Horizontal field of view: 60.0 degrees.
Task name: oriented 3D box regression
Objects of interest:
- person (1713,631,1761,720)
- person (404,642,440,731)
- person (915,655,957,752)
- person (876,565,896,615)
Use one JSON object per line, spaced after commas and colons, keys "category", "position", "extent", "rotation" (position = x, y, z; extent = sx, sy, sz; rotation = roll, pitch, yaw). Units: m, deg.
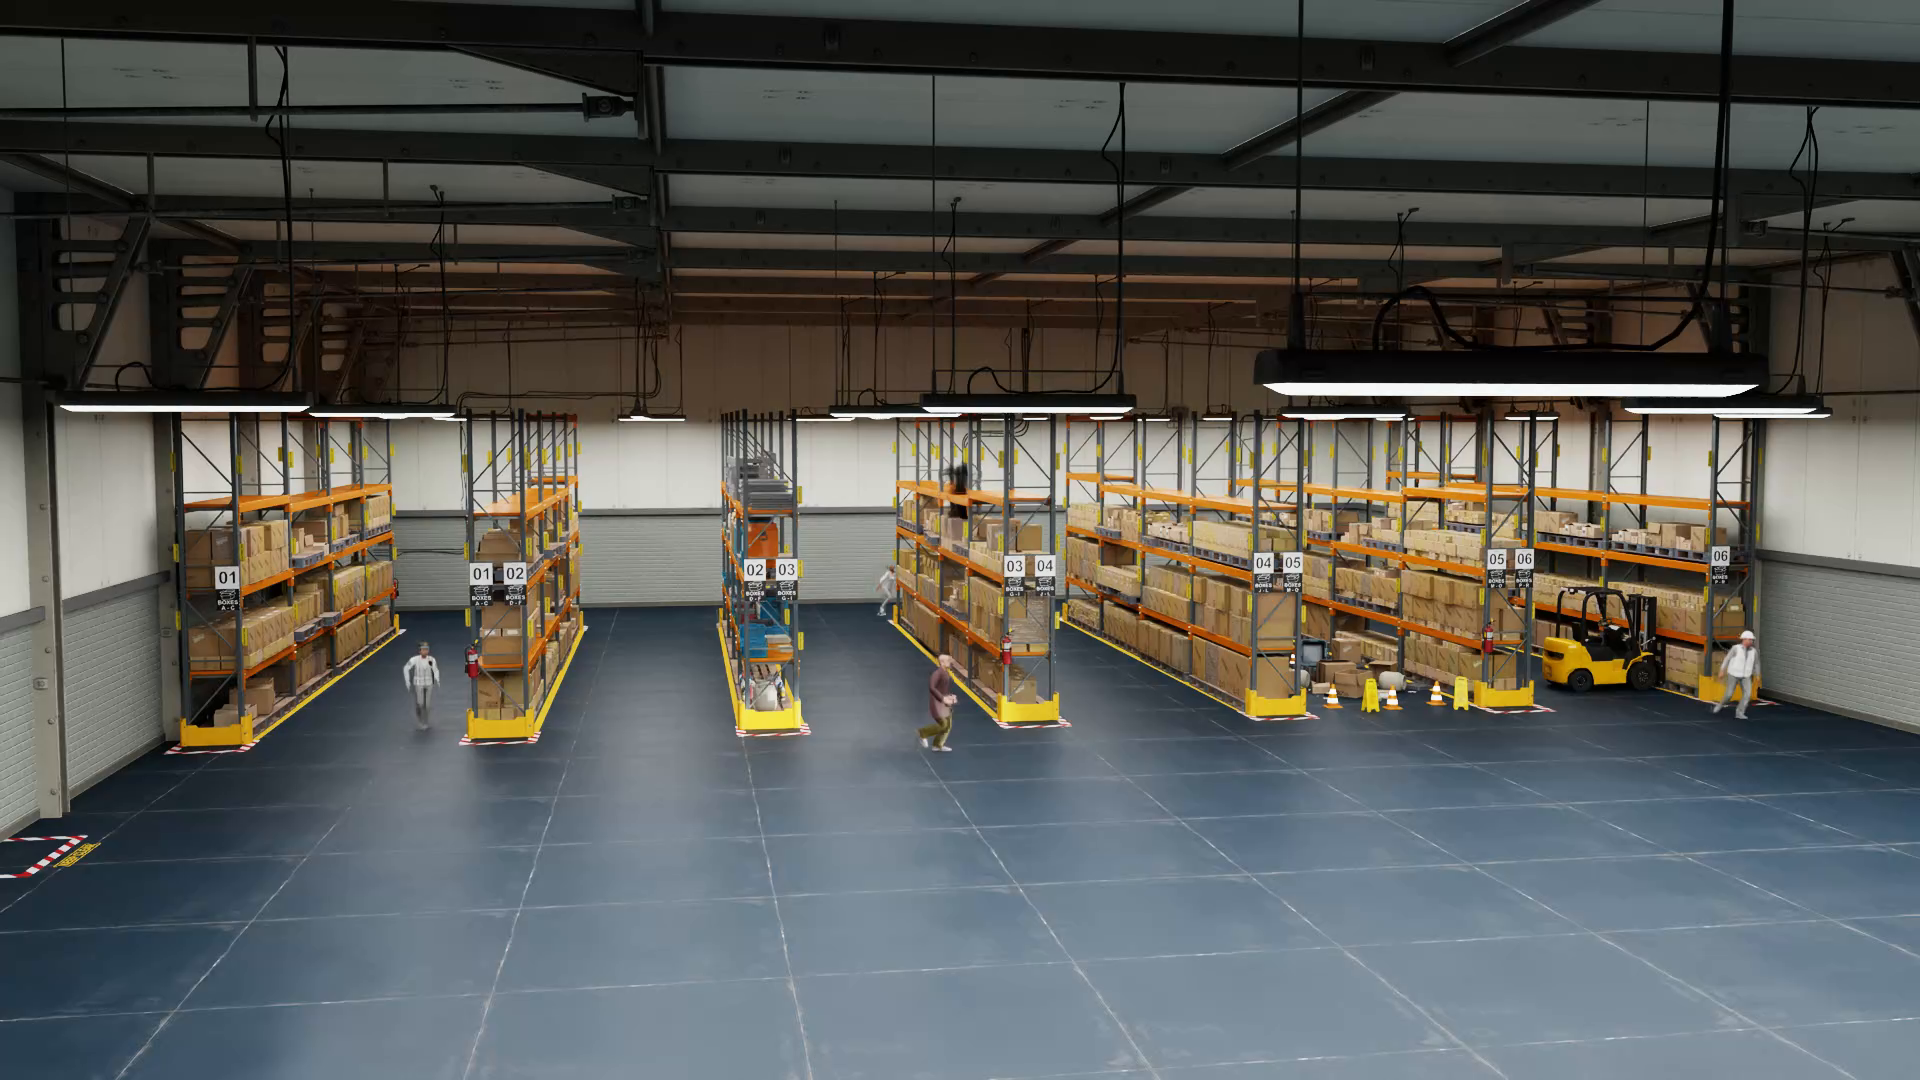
{"category": "person", "position": [15.126, 2.606, 32.390], "extent": [0.735, 1.721, 0.716], "rotation": [0, 4, -3]}
{"category": "person", "position": [-10.027, 2.730, 31.073], "extent": [0.611, 1.663, 0.724], "rotation": [-2, 5, -31]}
{"category": "person", "position": [-0.436, 2.847, 29.053], "extent": [0.692, 1.713, 0.713], "rotation": [1, 4, 17]}
{"category": "person", "position": [-2.122, 1.492, 49.677], "extent": [0.661, 1.528, 0.525], "rotation": [3, 5, 37]}
